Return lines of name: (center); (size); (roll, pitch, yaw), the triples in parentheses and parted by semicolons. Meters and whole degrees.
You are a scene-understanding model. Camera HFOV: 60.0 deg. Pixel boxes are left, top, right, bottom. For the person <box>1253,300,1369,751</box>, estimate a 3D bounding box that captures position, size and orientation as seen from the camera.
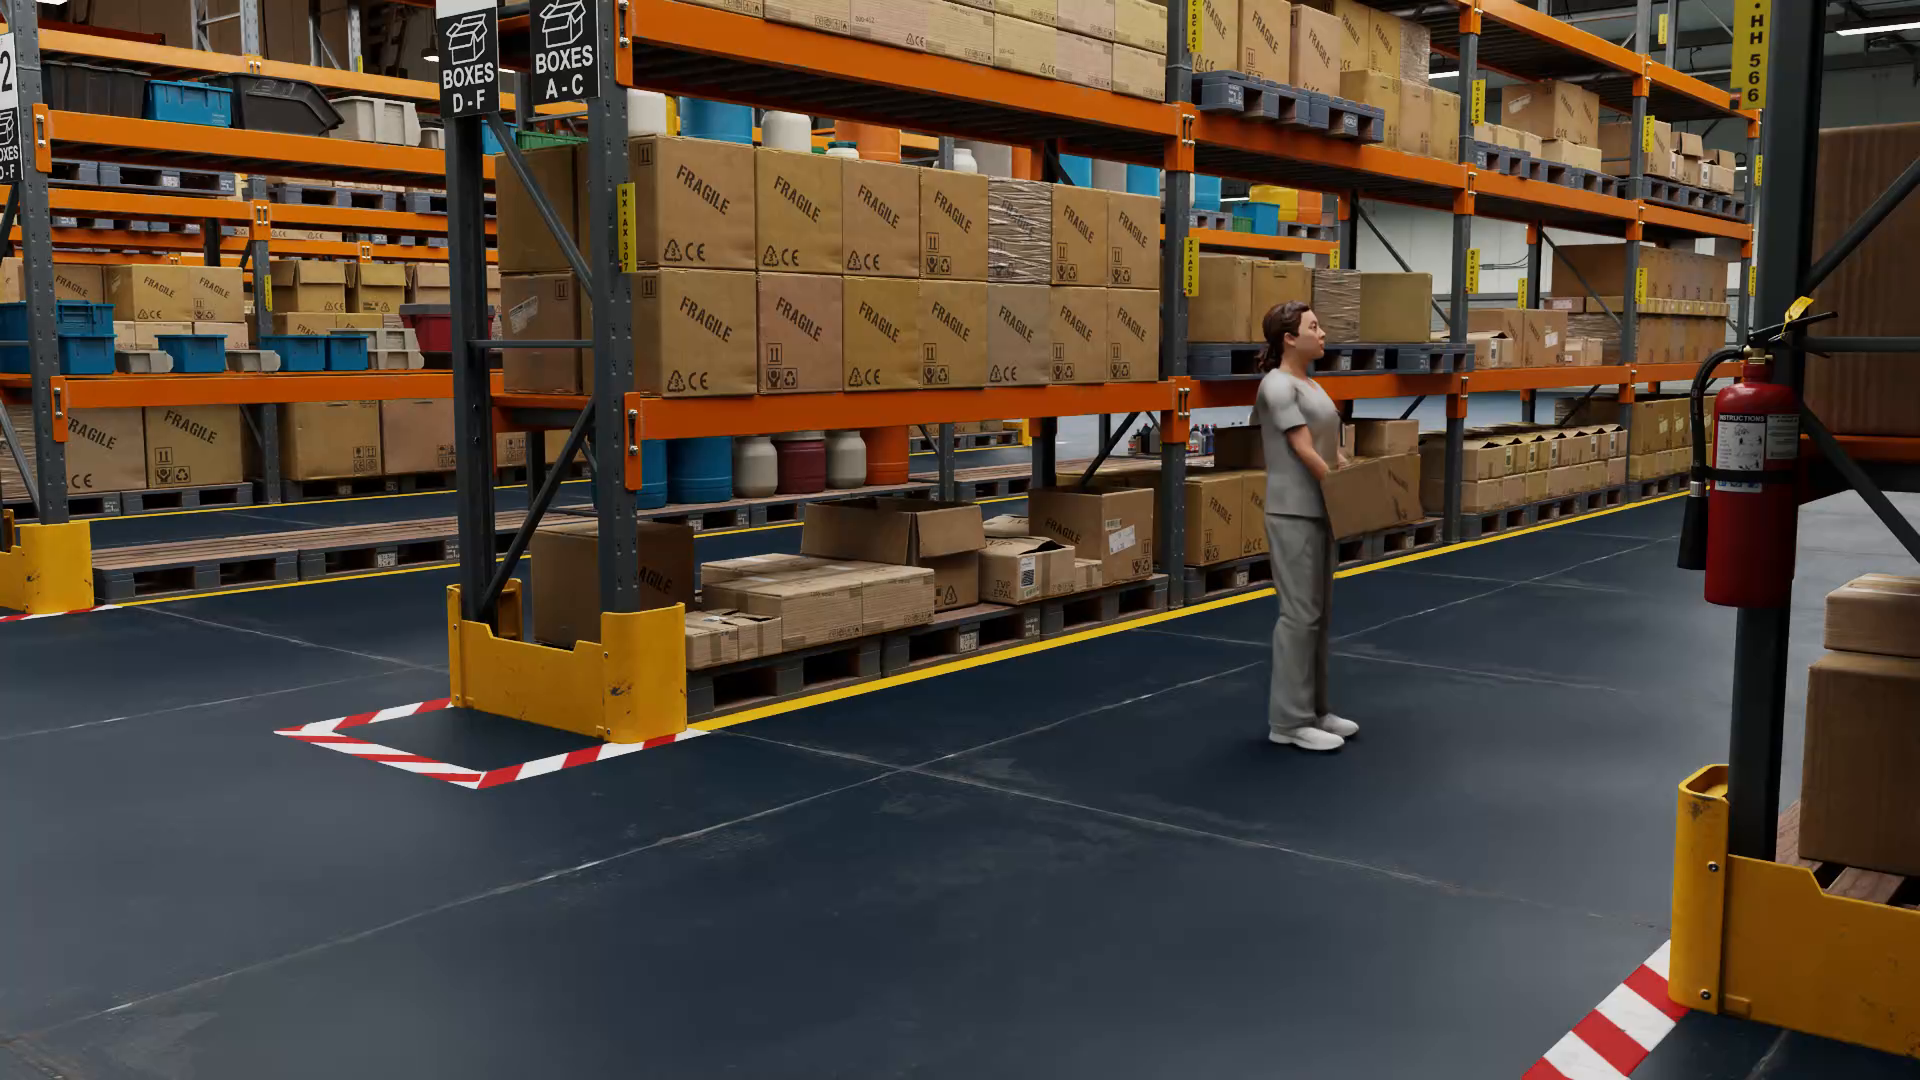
person: (1.355, -0.072, 6.338); (0.534, 1.676, 0.474); (4, 8, 30)
